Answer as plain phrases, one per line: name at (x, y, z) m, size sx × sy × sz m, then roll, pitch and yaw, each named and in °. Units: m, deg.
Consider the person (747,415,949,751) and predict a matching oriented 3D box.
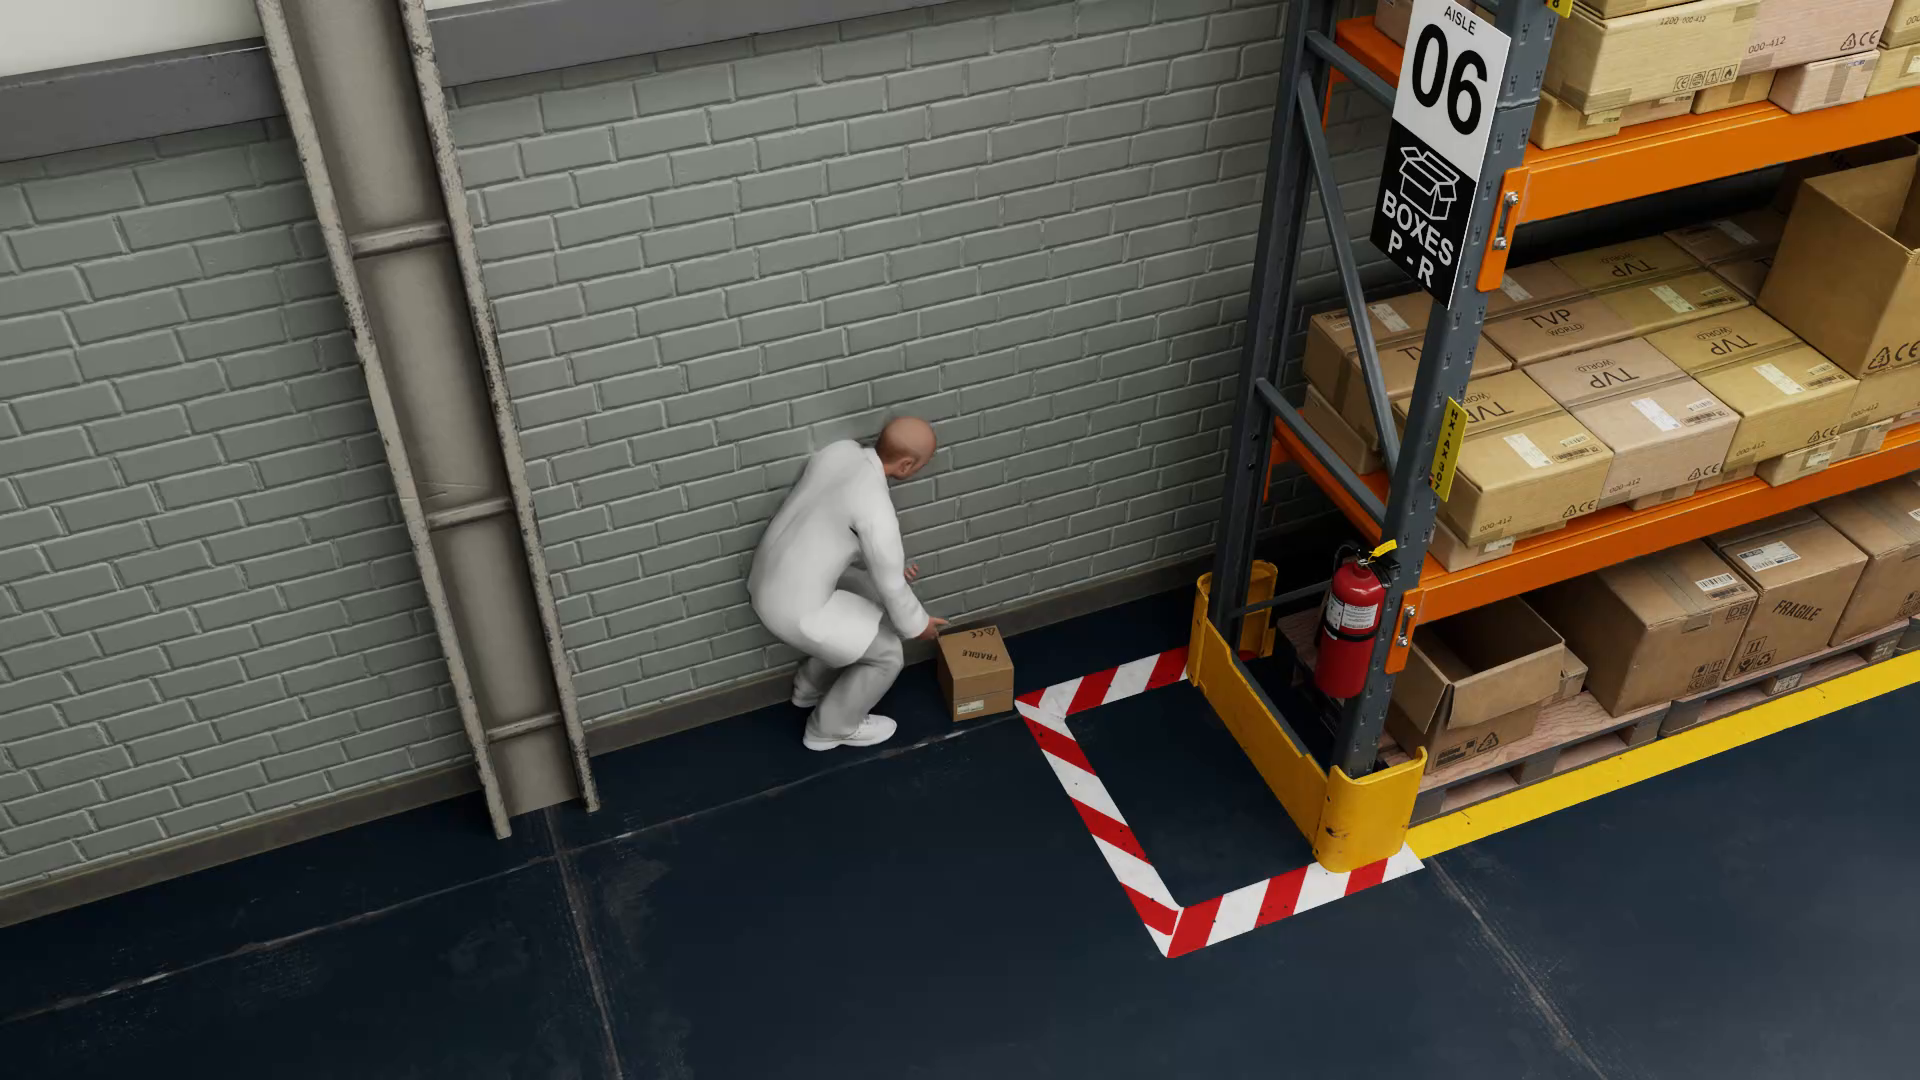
person at (-0.437, 0.155, 6.297) m, size 0.737 × 1.379 × 0.631 m, roll -10°, pitch 42°, yaw -12°
